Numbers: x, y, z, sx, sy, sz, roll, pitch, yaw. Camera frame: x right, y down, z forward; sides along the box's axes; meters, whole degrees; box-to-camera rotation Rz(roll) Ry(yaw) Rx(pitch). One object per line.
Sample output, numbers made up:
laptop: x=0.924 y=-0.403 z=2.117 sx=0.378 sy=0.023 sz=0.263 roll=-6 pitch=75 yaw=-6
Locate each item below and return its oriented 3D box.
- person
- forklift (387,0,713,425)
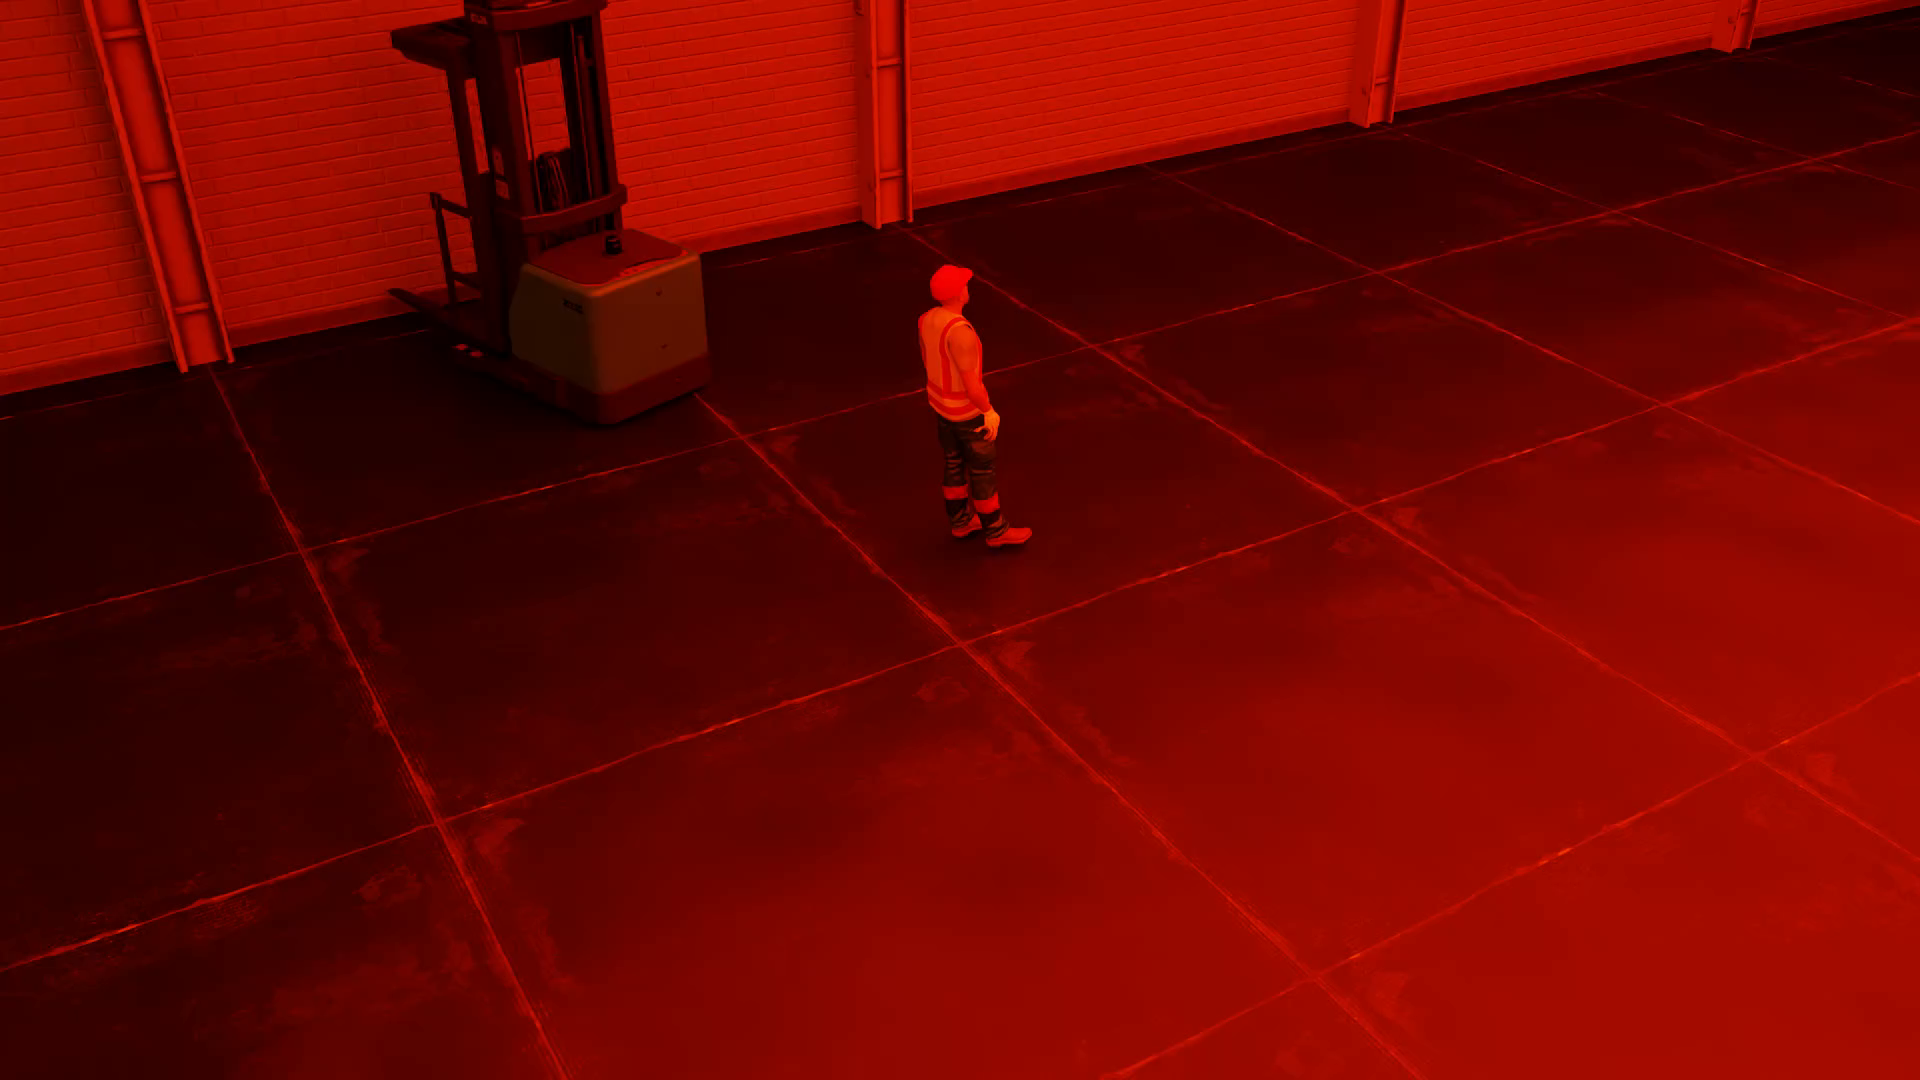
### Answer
person: x=0.075 y=-0.825 z=10.044 sx=0.561 sy=1.789 sz=0.638 roll=-17 pitch=35 yaw=-26
forklift: x=-3.274 y=-2.702 z=12.160 sx=3.031 sy=2.935 sz=1.130 roll=24 pitch=39 yaw=35
